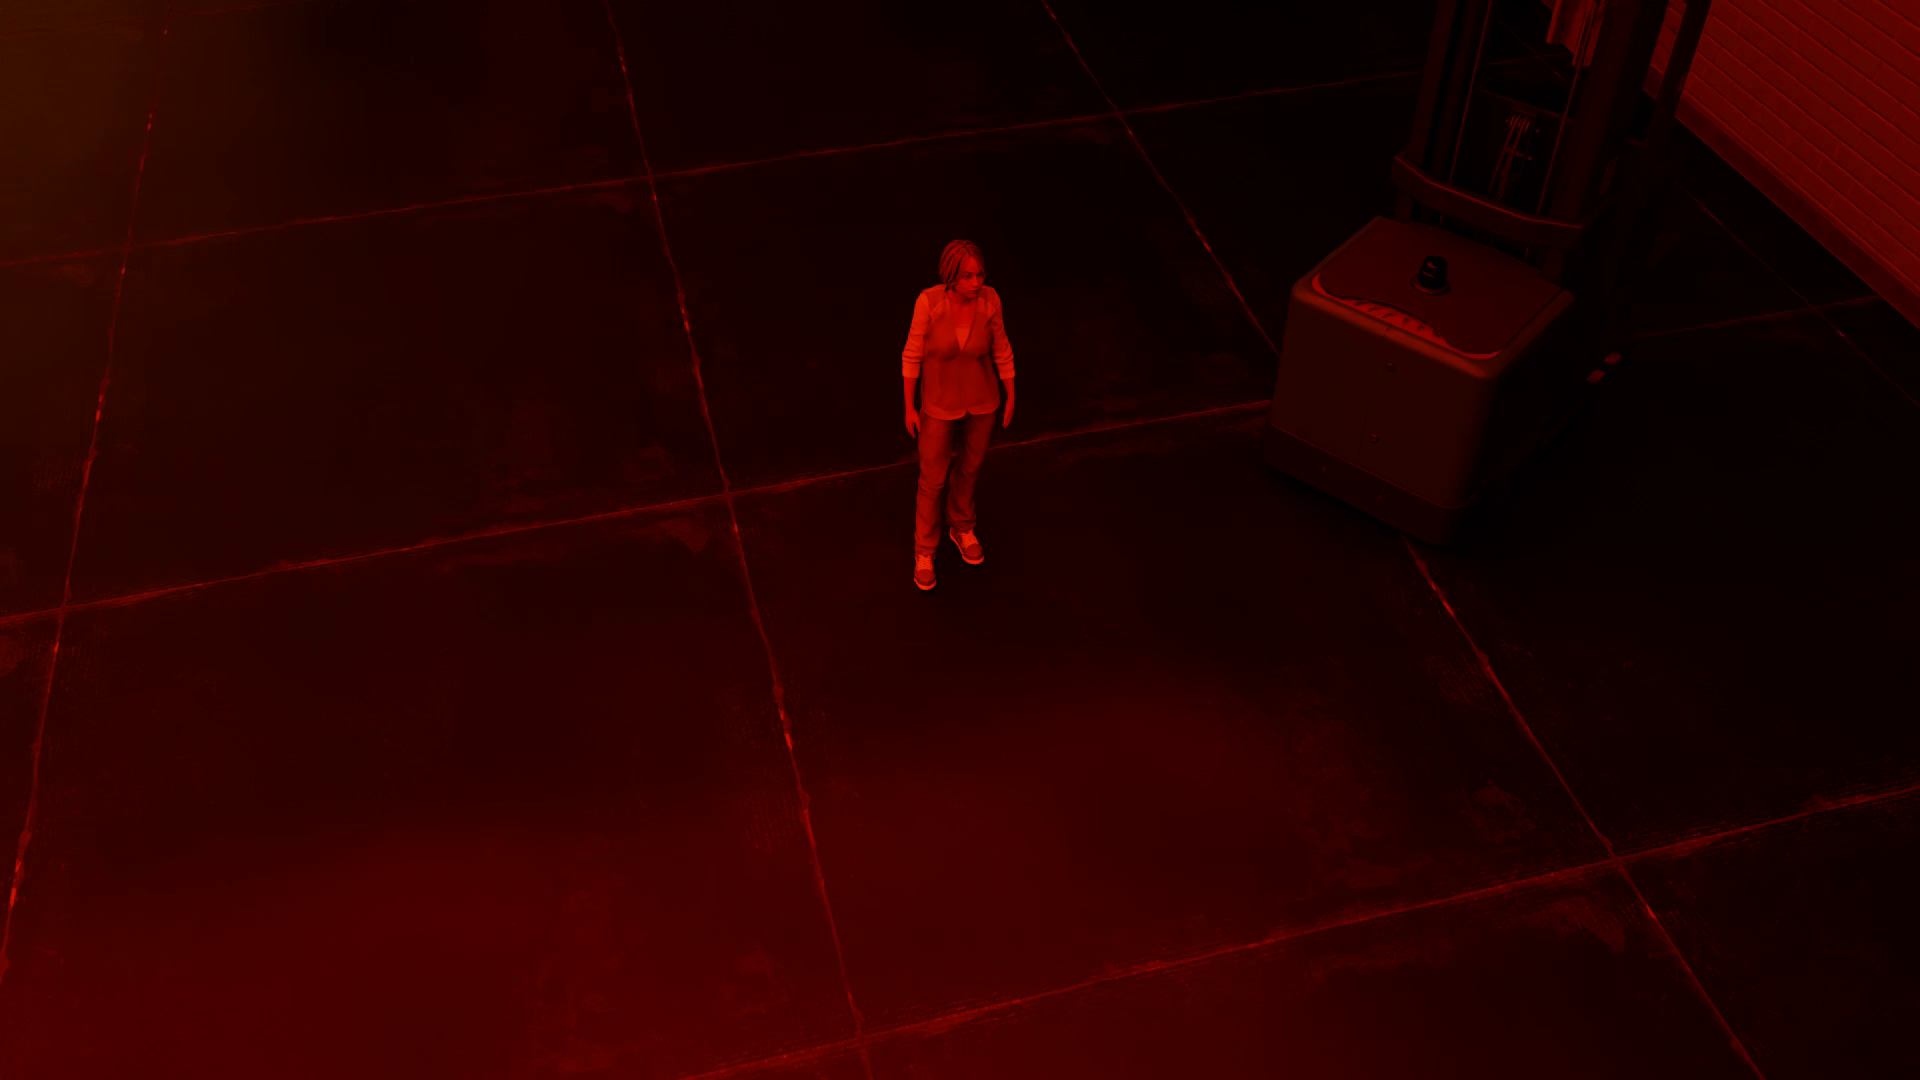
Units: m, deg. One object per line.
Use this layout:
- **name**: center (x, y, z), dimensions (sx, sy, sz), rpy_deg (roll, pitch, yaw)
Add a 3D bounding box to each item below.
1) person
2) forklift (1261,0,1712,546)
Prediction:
- **person**: center (0.005, -0.534, 7.171), dimensions (0.520, 1.597, 0.475), rpy_deg (-10, 44, -11)
- **forklift**: center (2.805, -1.979, 7.740), dimensions (1.130, 2.935, 3.031), rpy_deg (30, 51, 28)
